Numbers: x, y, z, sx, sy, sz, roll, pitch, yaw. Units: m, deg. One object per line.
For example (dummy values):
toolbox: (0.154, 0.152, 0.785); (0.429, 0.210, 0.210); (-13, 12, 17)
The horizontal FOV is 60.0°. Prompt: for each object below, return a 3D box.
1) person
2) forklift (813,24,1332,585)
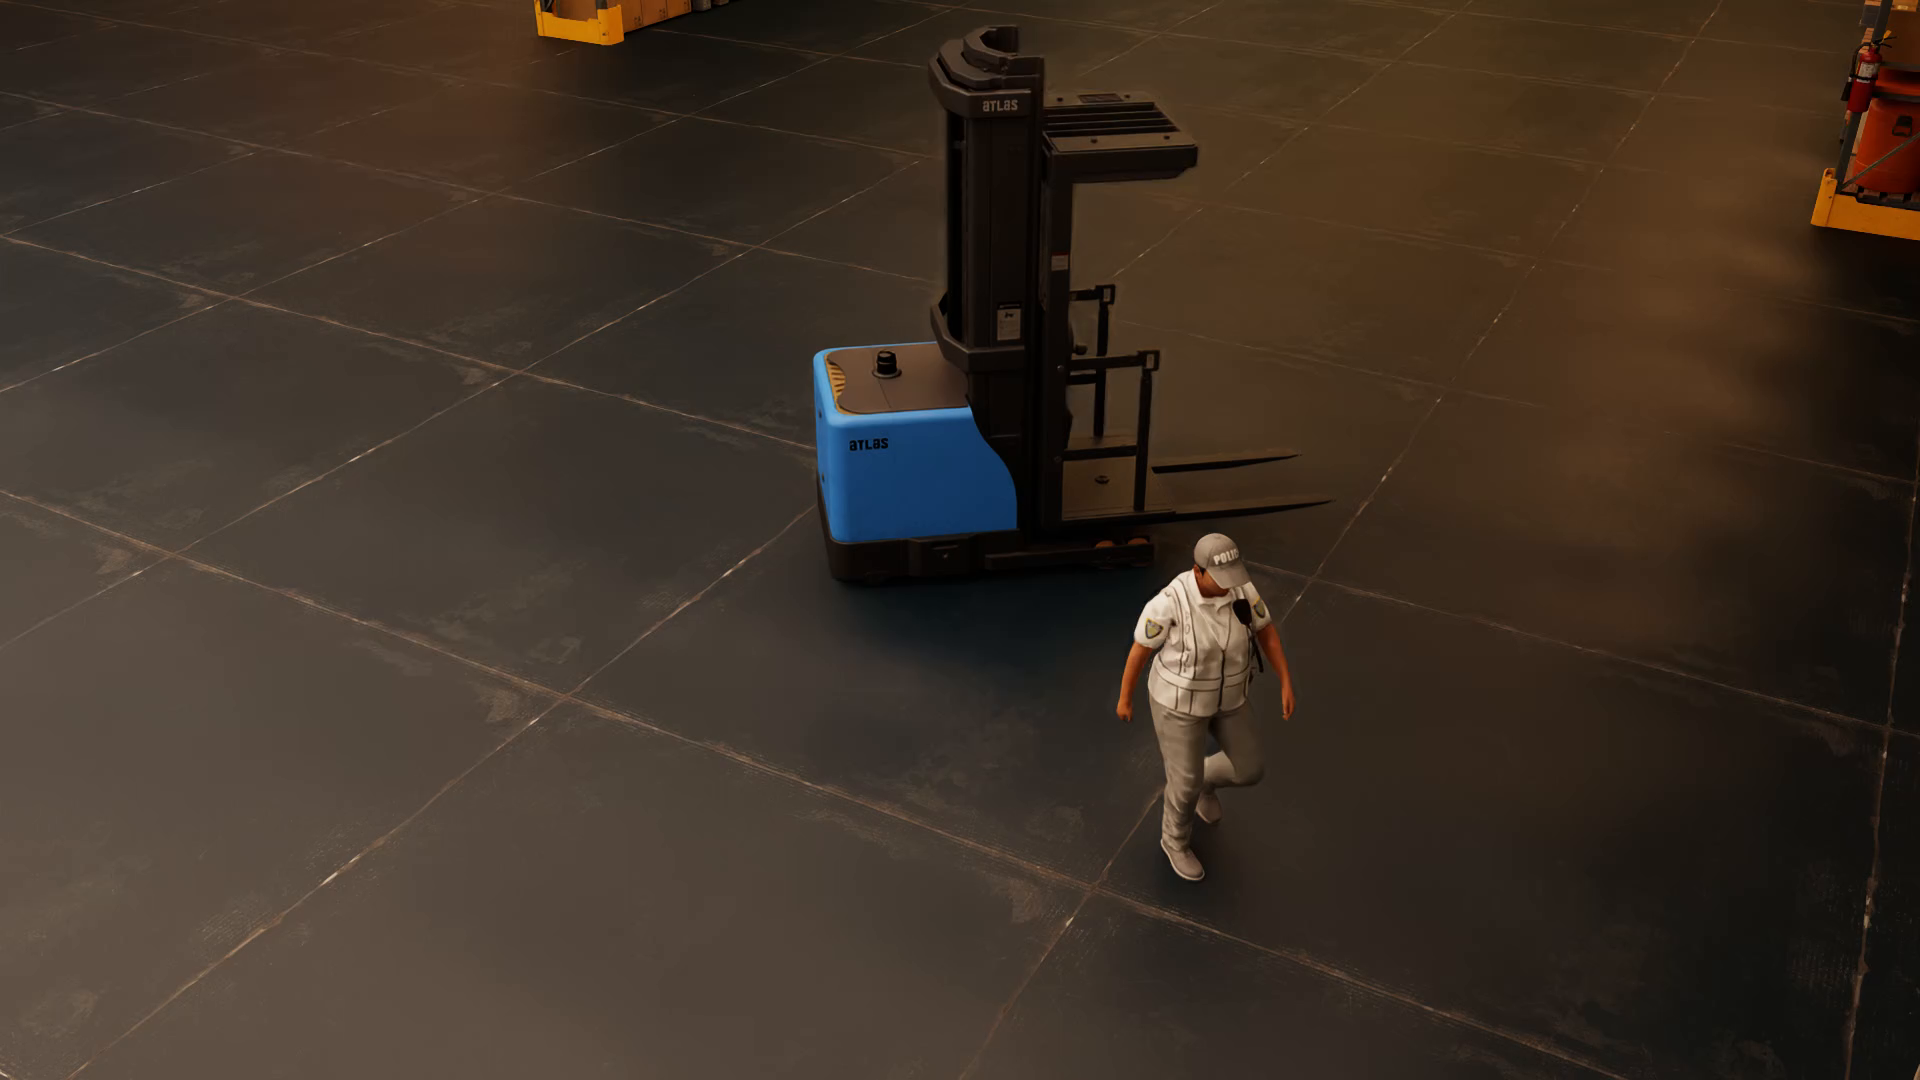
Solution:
person: (1.039, 0.676, 7.194); (0.689, 1.647, 0.511); (-12, 32, -20)
forklift: (0.686, -1.353, 9.414); (3.031, 2.935, 1.130); (-5, 30, -8)
